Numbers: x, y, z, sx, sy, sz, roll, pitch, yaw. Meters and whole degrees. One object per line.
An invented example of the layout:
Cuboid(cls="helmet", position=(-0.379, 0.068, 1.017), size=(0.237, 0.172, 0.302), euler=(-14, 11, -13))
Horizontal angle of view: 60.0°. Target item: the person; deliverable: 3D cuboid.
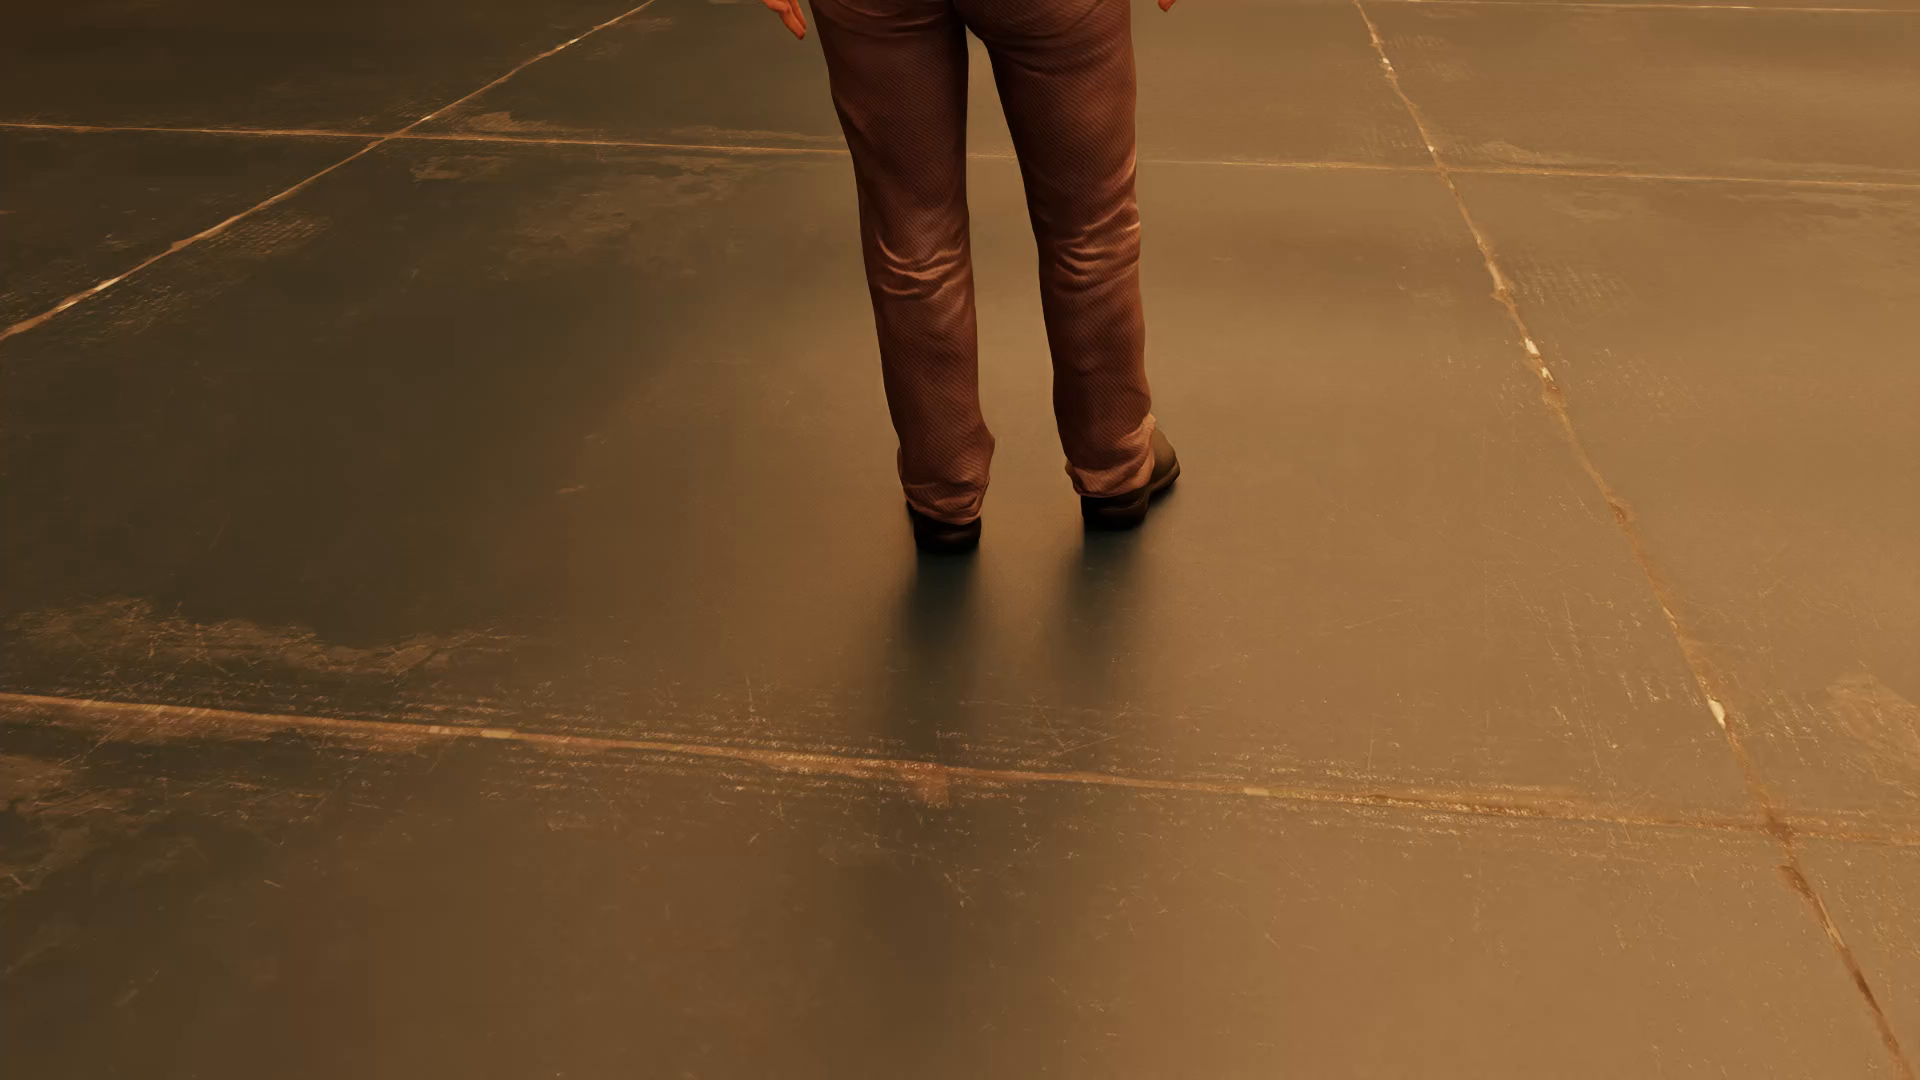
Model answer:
Cuboid(cls="person", position=(0.016, -0.804, 2.167), size=(0.633, 1.721, 0.568), euler=(3, 27, 7))
